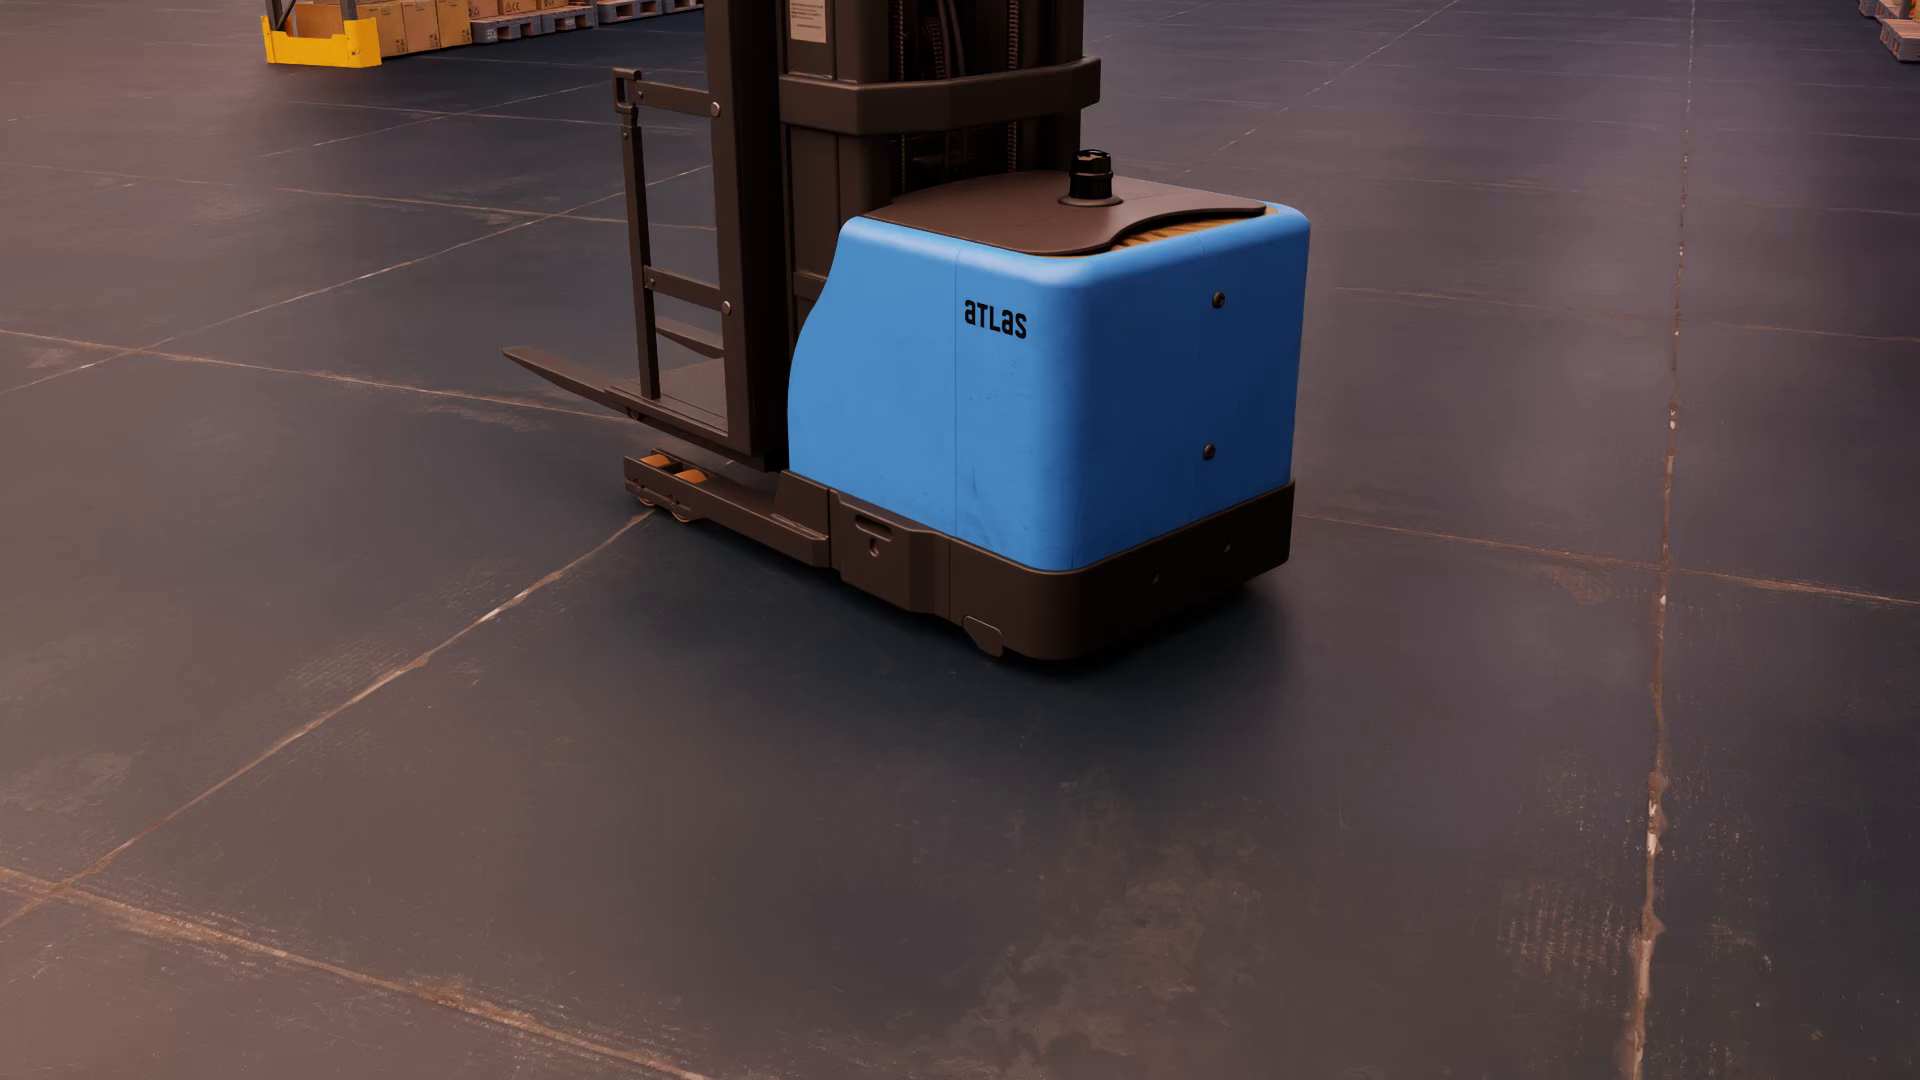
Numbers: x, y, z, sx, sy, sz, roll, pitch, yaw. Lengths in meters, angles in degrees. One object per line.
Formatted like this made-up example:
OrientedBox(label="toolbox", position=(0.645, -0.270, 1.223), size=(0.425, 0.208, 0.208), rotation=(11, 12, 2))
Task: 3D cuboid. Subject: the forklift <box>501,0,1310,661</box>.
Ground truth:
OrientedBox(label="forklift", position=(-0.431, -1.527, 4.945), size=(1.130, 2.935, 3.031), rotation=(-20, 30, -40))
